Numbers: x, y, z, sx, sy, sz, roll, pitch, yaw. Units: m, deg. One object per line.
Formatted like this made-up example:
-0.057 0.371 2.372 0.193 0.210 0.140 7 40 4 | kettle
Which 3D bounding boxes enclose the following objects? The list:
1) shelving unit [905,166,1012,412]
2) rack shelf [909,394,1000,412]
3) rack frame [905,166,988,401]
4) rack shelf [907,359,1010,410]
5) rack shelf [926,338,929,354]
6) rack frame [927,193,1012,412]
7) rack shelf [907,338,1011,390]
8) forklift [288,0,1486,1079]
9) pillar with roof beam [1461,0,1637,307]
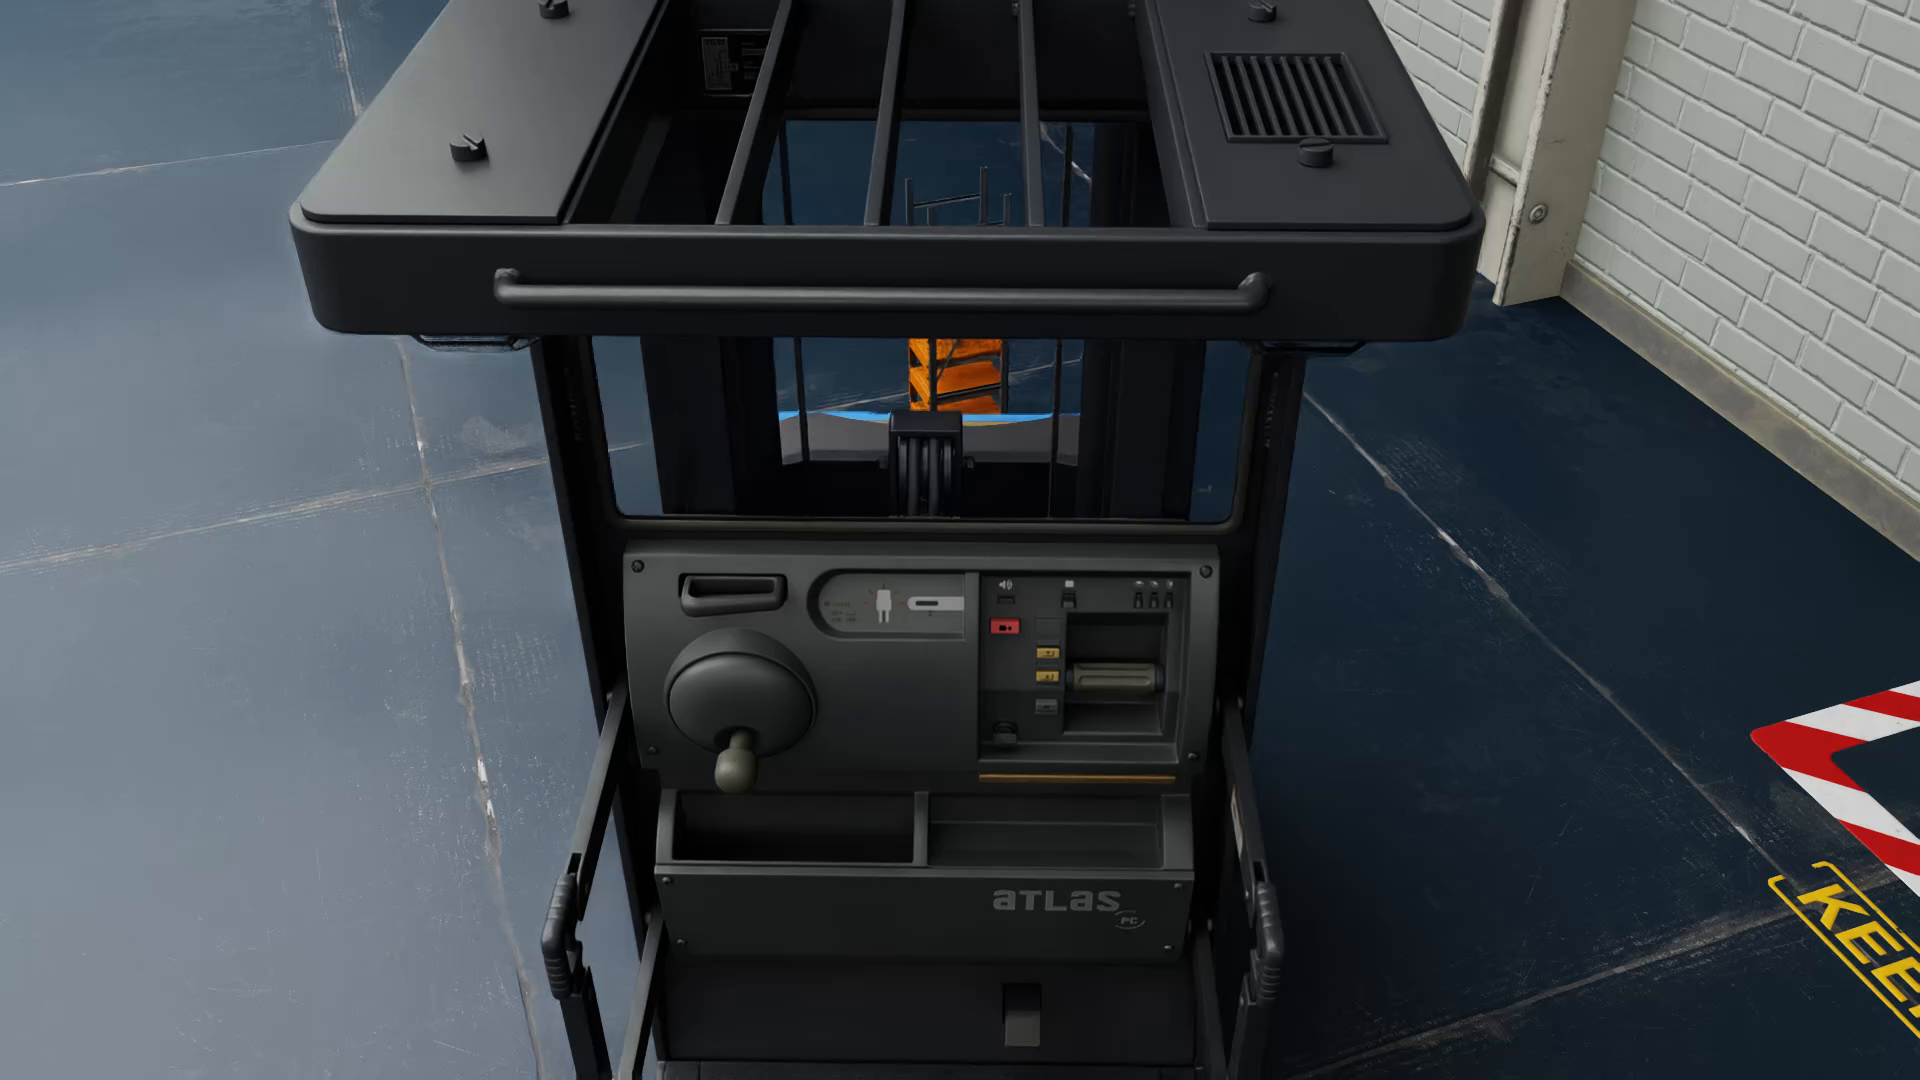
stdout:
-0.005 -0.487 4.900 0.258 1.200 0.189 -12 39 -16 | shelving unit
-0.005 -0.356 4.999 0.258 0.103 0.180 -12 39 -16 | rack shelf
-0.036 -0.539 4.968 0.240 1.200 0.006 -12 39 -16 | rack frame
-0.005 -0.452 4.927 0.258 0.103 0.180 -12 39 -16 | rack shelf
-0.005 -0.644 4.782 0.258 0.103 0.180 -12 39 -16 | rack shelf
0.026 -0.436 4.831 0.240 1.200 0.006 -12 39 -16 | rack frame
-0.005 -0.548 4.854 0.258 0.103 0.180 -12 39 -16 | rack shelf
-0.062 0.271 2.454 1.130 2.935 3.031 1 37 1 | forklift
-1.871 -3.751 2.751 9.100 9.000 0.400 -12 39 -16 | pillar with roof beam
